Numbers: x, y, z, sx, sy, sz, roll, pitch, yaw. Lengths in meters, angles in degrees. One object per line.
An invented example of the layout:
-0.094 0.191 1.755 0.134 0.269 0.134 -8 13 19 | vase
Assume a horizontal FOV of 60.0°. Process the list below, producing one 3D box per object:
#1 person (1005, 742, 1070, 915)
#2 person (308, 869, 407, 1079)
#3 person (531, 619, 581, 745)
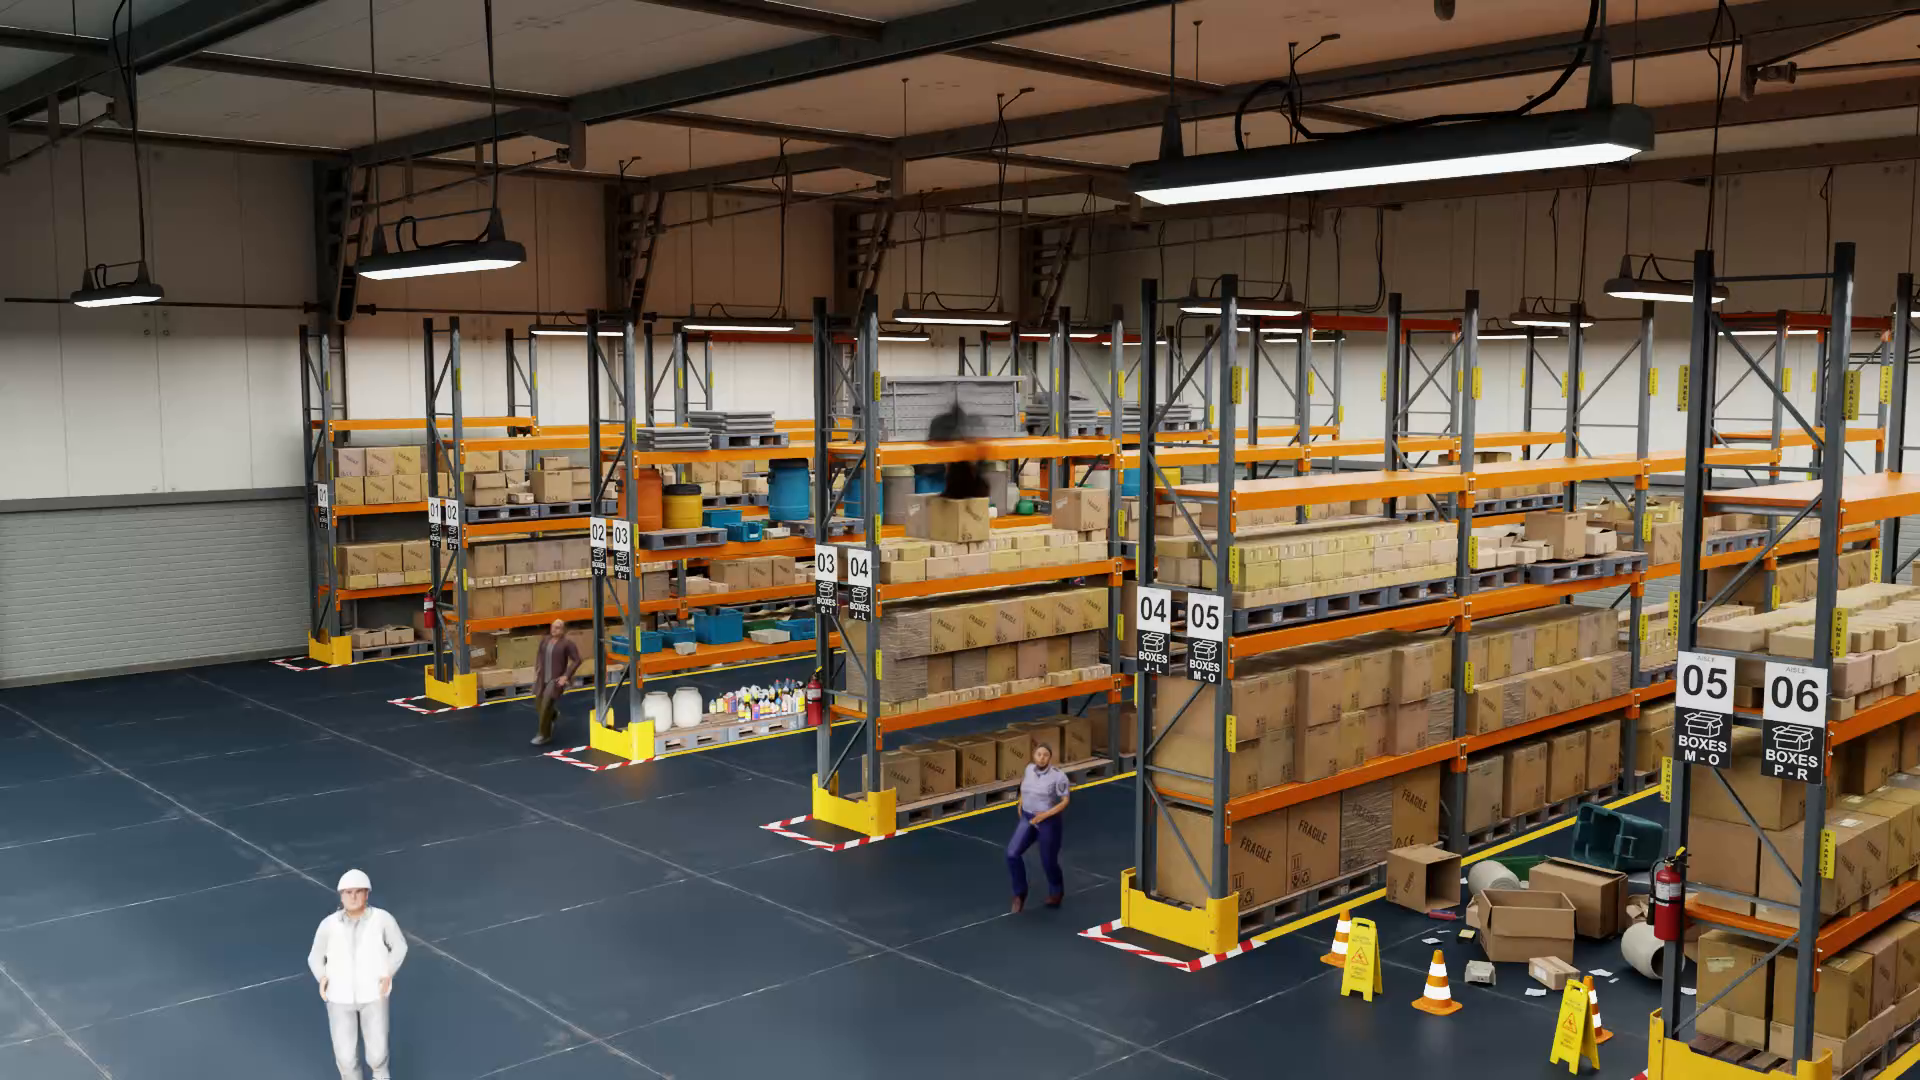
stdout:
0.776 2.767 15.961 0.605 1.654 0.684 4 7 32 | person
-4.179 3.145 11.541 0.656 1.722 0.607 -1 6 -14 | person
-5.626 1.959 23.241 0.741 1.731 0.733 2 6 20 | person
